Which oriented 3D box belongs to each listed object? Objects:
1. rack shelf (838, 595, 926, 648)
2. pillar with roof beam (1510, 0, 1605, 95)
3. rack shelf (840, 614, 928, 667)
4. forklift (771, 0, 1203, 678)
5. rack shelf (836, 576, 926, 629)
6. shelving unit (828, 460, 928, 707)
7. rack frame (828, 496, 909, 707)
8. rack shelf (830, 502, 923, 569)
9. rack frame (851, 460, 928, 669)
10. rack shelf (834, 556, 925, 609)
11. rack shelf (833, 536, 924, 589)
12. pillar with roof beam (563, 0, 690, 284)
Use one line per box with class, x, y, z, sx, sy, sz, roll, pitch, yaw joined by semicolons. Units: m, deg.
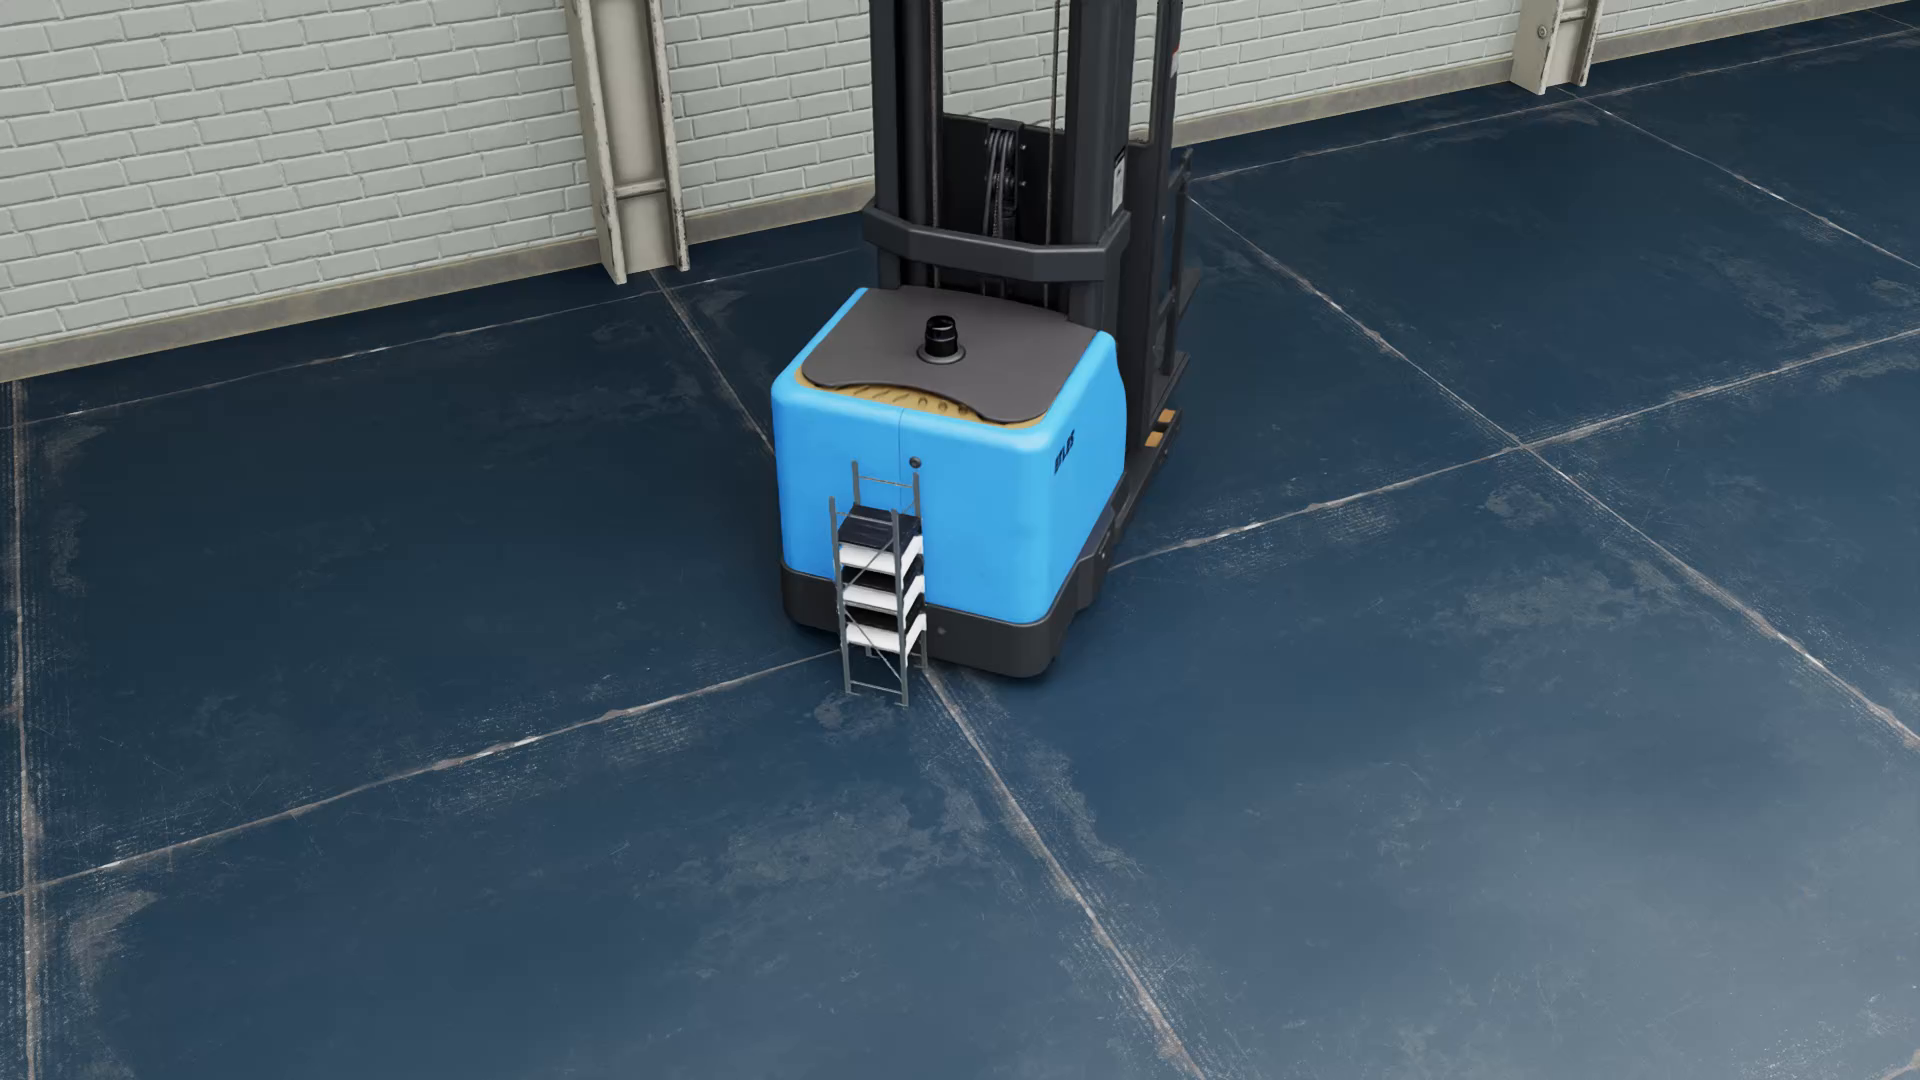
rack shelf;-0.272;0.260;5.841;0.258;0.077;0.200;11;41;15
pillar with roof beam;5.615;-4.251;4.928;0.400;9.000;9.100;-16;39;-20
rack shelf;-0.270;0.330;5.898;0.258;0.077;0.200;11;41;15
forklift;0.333;-1.560;6.393;1.130;2.935;3.031;13;38;17
rack shelf;-0.274;0.191;5.784;0.258;0.077;0.200;11;41;15
shelving unit;-0.274;0.165;5.762;0.258;0.900;0.210;11;41;15
rack frame;-0.307;0.227;5.689;0.240;0.900;0.006;11;41;15
rack shelf;-0.279;-0.017;5.611;0.258;0.077;0.200;11;41;15
rack frame;-0.241;0.103;5.836;0.240;0.900;0.006;11;41;15
rack shelf;-0.275;0.122;5.726;0.258;0.077;0.200;11;41;15
rack shelf;-0.277;0.052;5.669;0.258;0.077;0.200;11;41;15
pillar with roof beam;0.184;-2.733;2.881;0.400;9.000;9.100;-16;39;-20
